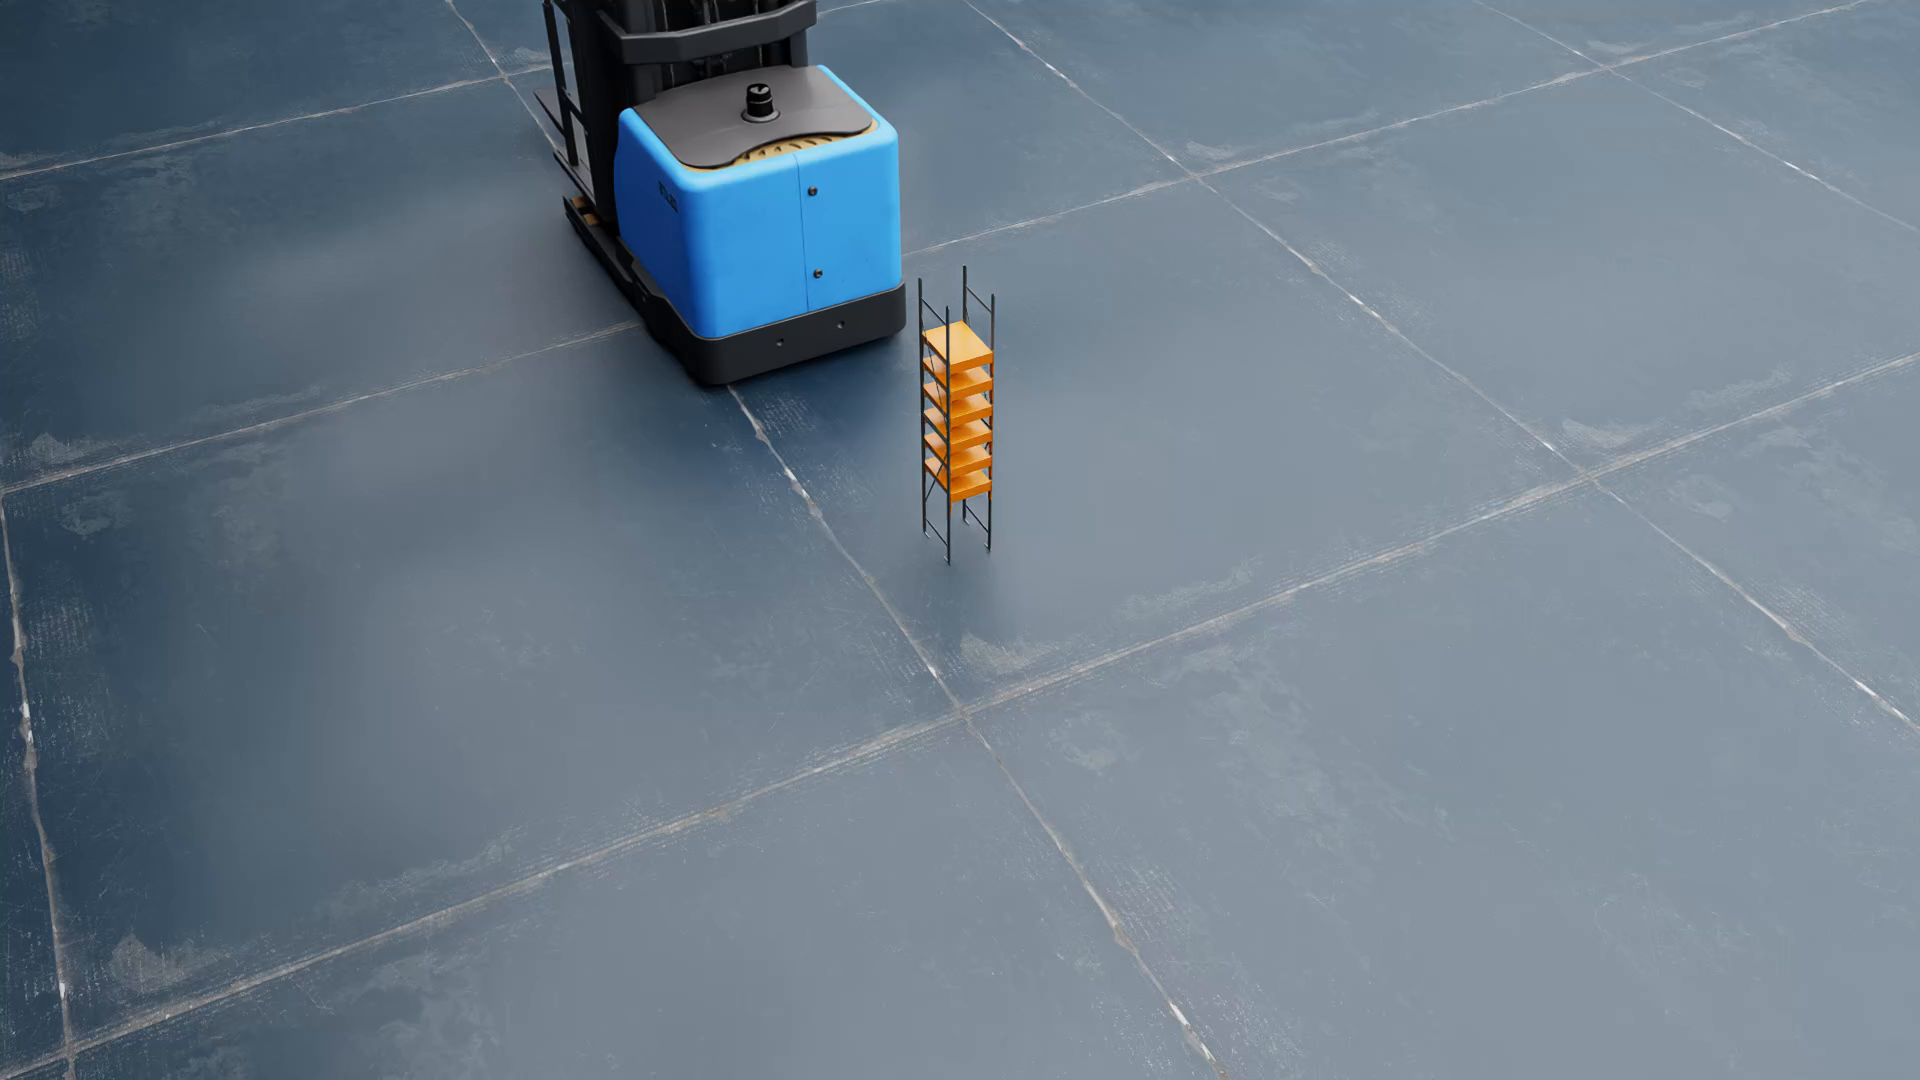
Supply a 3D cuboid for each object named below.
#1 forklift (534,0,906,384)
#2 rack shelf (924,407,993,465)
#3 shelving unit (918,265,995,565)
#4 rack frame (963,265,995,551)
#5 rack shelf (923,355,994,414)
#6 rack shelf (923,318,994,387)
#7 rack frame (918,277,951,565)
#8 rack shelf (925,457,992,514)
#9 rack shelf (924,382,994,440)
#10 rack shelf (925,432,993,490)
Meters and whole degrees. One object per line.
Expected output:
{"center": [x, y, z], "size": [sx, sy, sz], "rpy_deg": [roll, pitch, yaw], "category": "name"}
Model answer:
{"center": [-1.400, -2.757, 7.739], "size": [1.130, 2.935, 3.031], "rpy_deg": [-19, 44, -21], "category": "forklift"}
{"center": [-0.013, -0.420, 6.386], "size": [0.180, 0.103, 0.258], "rpy_deg": [-19, 44, -21], "category": "rack shelf"}
{"center": [-0.013, -0.454, 6.357], "size": [0.189, 1.200, 0.258], "rpy_deg": [-19, 44, -21], "category": "shelving unit"}
{"center": [0.068, -0.481, 6.390], "size": [0.006, 1.200, 0.240], "rpy_deg": [-19, 44, -21], "category": "rack frame"}
{"center": [-0.013, -0.603, 6.231], "size": [0.180, 0.103, 0.258], "rpy_deg": [-19, 44, -21], "category": "rack shelf"}
{"center": [-0.013, -0.694, 6.153], "size": [0.180, 0.103, 0.258], "rpy_deg": [-19, 44, -21], "category": "rack shelf"}
{"center": [-0.094, -0.426, 6.325], "size": [0.006, 1.200, 0.240], "rpy_deg": [-19, 44, -21], "category": "rack frame"}
{"center": [-0.013, -0.237, 6.541], "size": [0.180, 0.103, 0.258], "rpy_deg": [-19, 44, -21], "category": "rack shelf"}
{"center": [-0.013, -0.511, 6.308], "size": [0.180, 0.103, 0.258], "rpy_deg": [-19, 44, -21], "category": "rack shelf"}
{"center": [-0.013, -0.328, 6.463], "size": [0.180, 0.103, 0.258], "rpy_deg": [-19, 44, -21], "category": "rack shelf"}
